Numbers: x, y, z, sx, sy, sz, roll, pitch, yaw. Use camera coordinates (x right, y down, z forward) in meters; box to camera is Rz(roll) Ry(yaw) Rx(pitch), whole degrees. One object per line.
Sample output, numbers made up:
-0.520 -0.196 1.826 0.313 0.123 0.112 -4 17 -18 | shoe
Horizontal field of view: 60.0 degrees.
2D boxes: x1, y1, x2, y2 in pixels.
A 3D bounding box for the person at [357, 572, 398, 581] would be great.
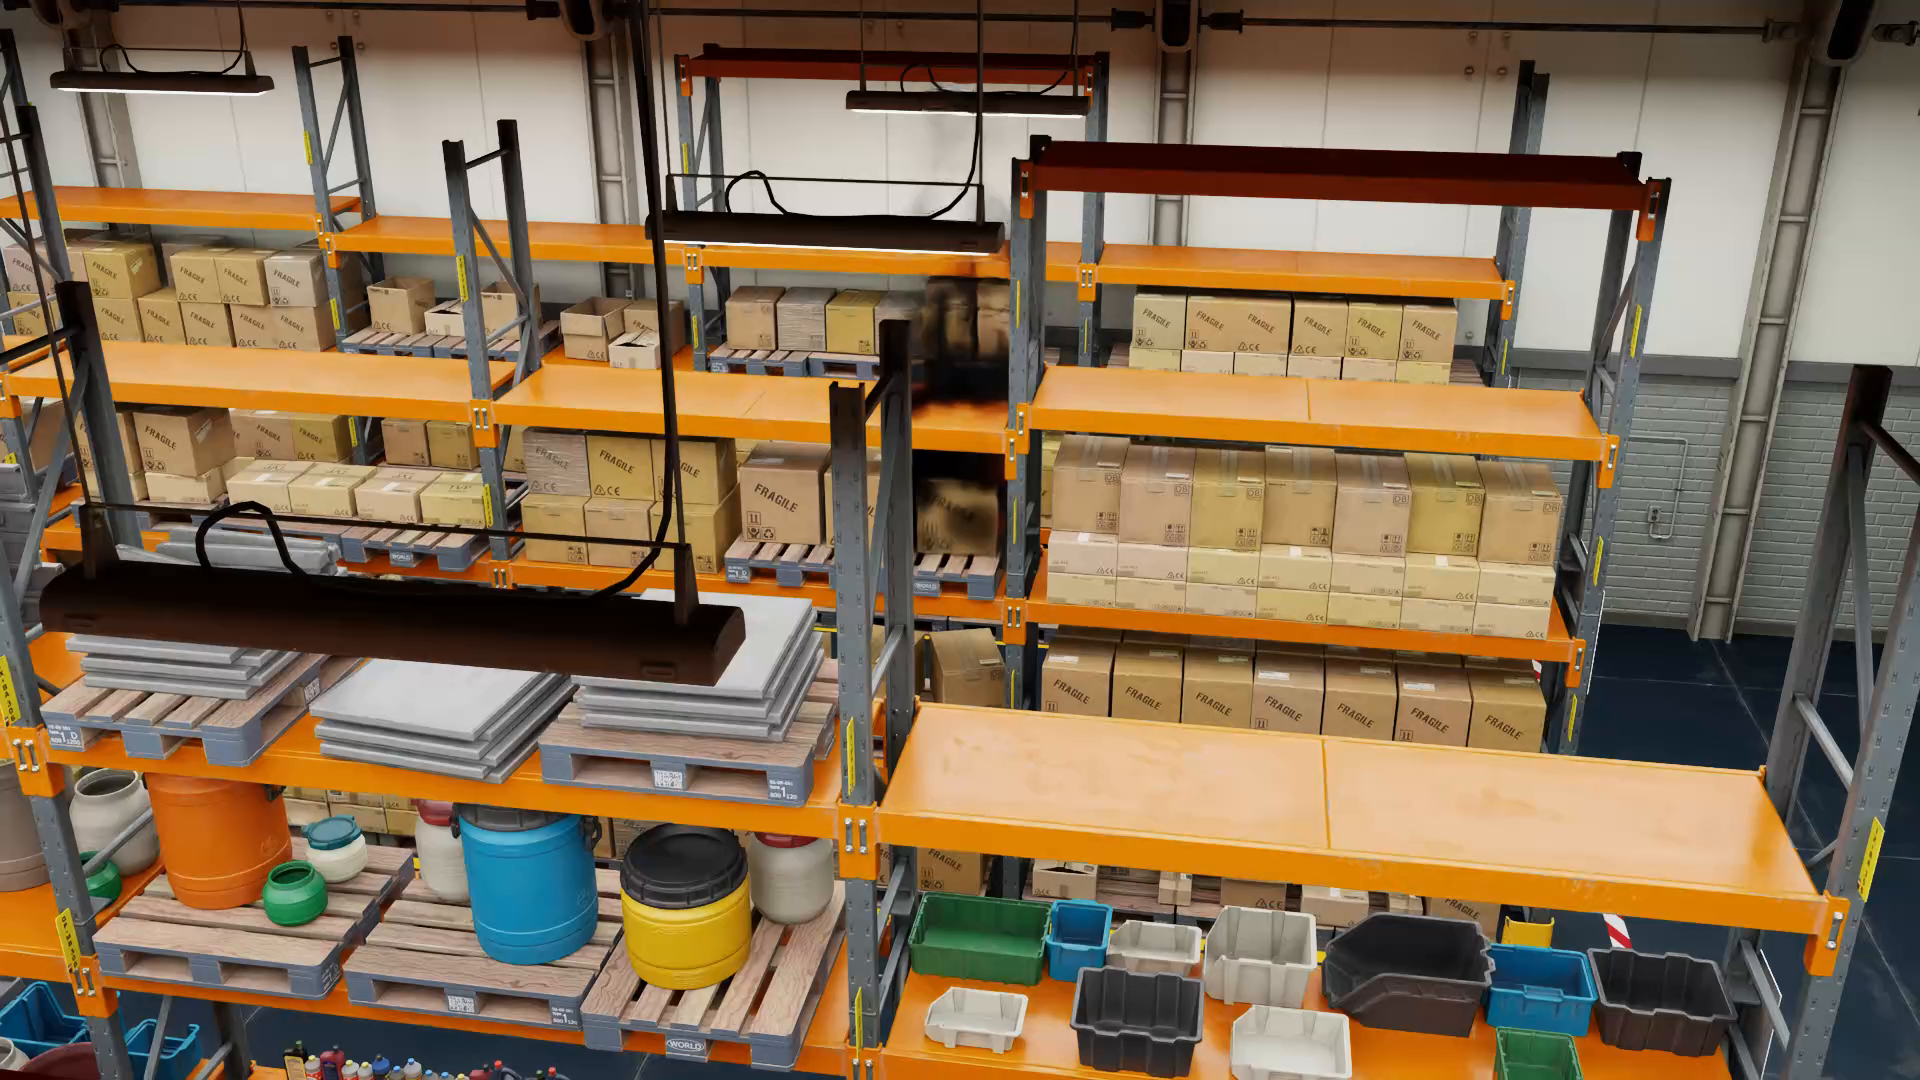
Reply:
-5.680 0.859 16.132 0.969 1.655 0.574 0 23 0 | person
